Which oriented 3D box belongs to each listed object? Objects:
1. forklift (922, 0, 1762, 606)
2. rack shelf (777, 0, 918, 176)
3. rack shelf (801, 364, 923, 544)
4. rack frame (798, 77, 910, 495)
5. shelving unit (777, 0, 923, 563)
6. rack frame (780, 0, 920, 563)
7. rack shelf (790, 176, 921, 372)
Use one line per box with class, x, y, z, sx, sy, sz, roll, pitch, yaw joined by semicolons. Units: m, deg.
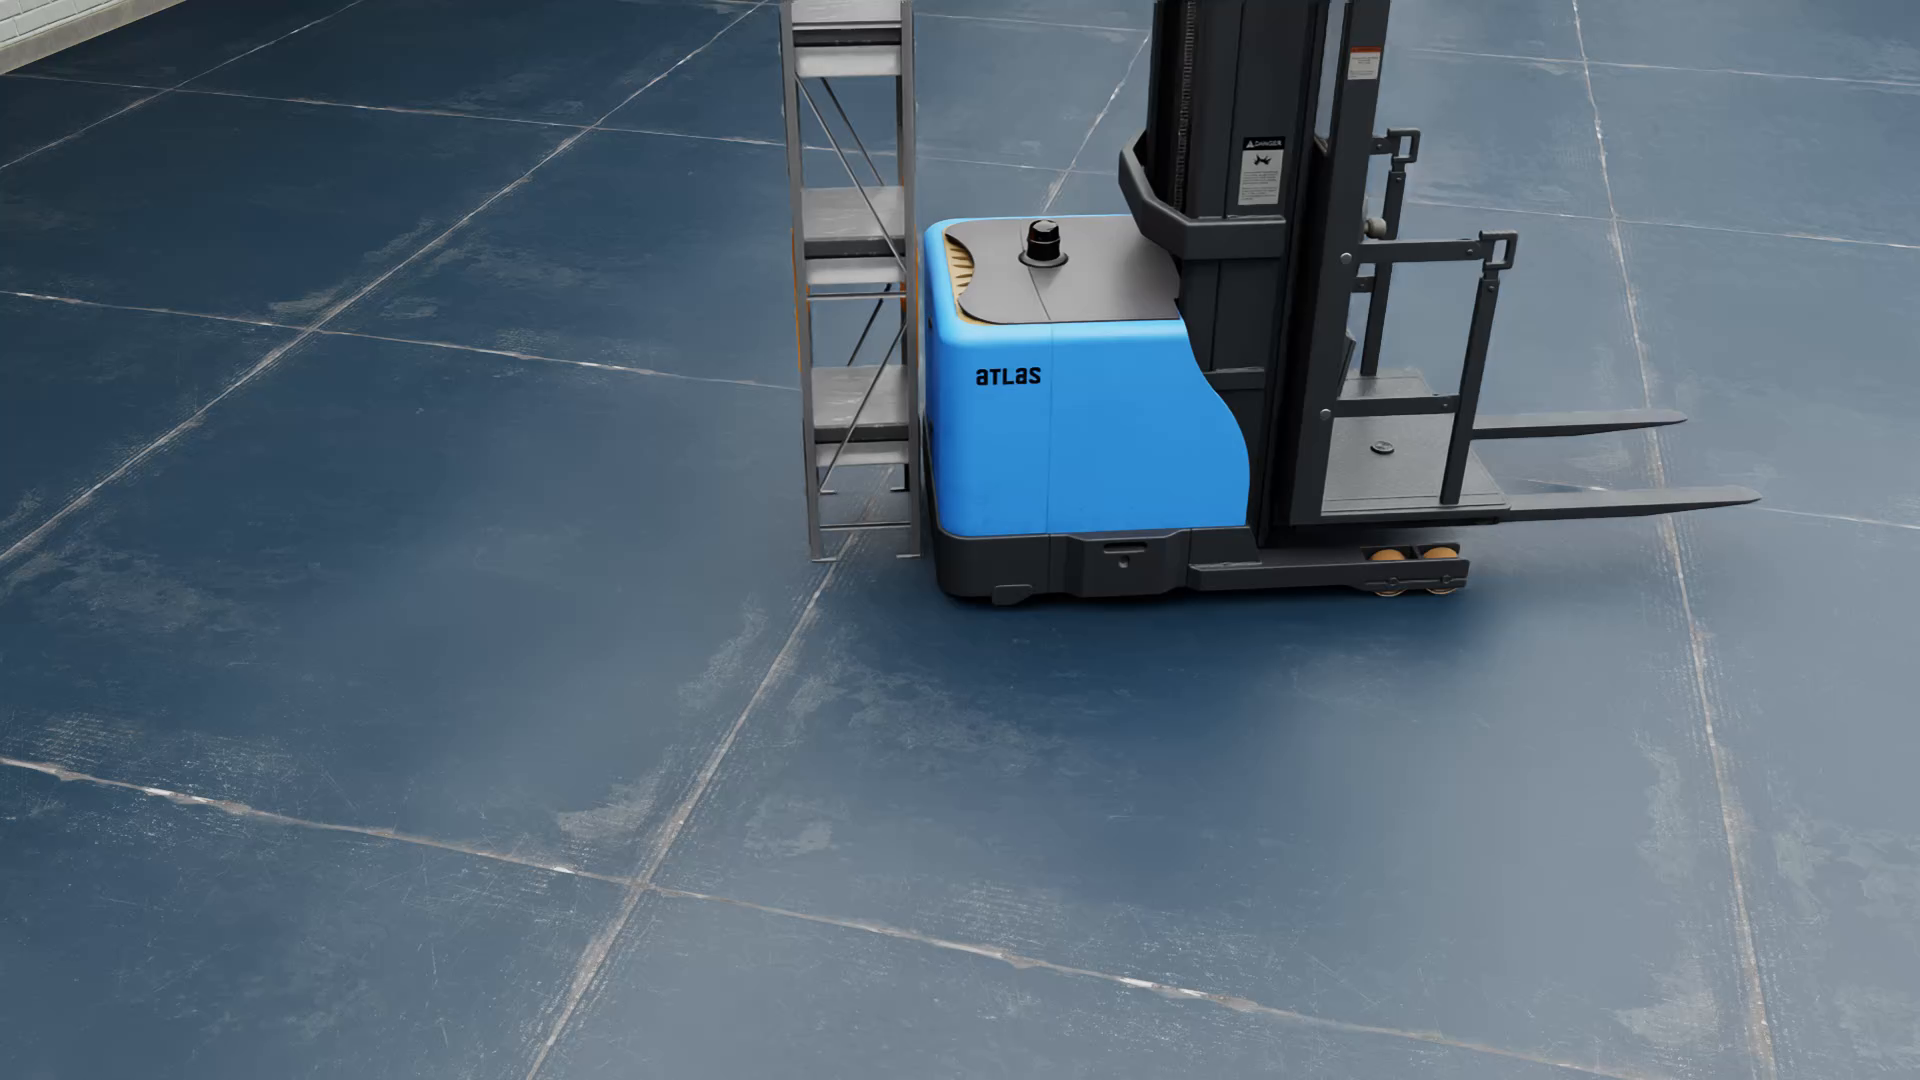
forklift;1.398;-1.317;5.589;3.031;2.935;1.130;-2;33;-4
rack shelf;-0.365;-1.523;5.408;0.431;0.518;0.480;-2;33;-4
rack shelf;-0.365;-0.341;6.160;0.431;0.518;0.480;-2;33;-4
rack frame;-0.384;-1.074;5.982;0.400;2.100;0.015;-2;33;-4
shelving unit;-0.365;-0.943;5.777;0.431;2.100;0.503;-2;33;-4
rack frame;-0.346;-0.813;5.571;0.400;2.100;0.015;-2;33;-4
rack shelf;-0.365;-0.932;5.784;0.431;0.518;0.480;-2;33;-4
